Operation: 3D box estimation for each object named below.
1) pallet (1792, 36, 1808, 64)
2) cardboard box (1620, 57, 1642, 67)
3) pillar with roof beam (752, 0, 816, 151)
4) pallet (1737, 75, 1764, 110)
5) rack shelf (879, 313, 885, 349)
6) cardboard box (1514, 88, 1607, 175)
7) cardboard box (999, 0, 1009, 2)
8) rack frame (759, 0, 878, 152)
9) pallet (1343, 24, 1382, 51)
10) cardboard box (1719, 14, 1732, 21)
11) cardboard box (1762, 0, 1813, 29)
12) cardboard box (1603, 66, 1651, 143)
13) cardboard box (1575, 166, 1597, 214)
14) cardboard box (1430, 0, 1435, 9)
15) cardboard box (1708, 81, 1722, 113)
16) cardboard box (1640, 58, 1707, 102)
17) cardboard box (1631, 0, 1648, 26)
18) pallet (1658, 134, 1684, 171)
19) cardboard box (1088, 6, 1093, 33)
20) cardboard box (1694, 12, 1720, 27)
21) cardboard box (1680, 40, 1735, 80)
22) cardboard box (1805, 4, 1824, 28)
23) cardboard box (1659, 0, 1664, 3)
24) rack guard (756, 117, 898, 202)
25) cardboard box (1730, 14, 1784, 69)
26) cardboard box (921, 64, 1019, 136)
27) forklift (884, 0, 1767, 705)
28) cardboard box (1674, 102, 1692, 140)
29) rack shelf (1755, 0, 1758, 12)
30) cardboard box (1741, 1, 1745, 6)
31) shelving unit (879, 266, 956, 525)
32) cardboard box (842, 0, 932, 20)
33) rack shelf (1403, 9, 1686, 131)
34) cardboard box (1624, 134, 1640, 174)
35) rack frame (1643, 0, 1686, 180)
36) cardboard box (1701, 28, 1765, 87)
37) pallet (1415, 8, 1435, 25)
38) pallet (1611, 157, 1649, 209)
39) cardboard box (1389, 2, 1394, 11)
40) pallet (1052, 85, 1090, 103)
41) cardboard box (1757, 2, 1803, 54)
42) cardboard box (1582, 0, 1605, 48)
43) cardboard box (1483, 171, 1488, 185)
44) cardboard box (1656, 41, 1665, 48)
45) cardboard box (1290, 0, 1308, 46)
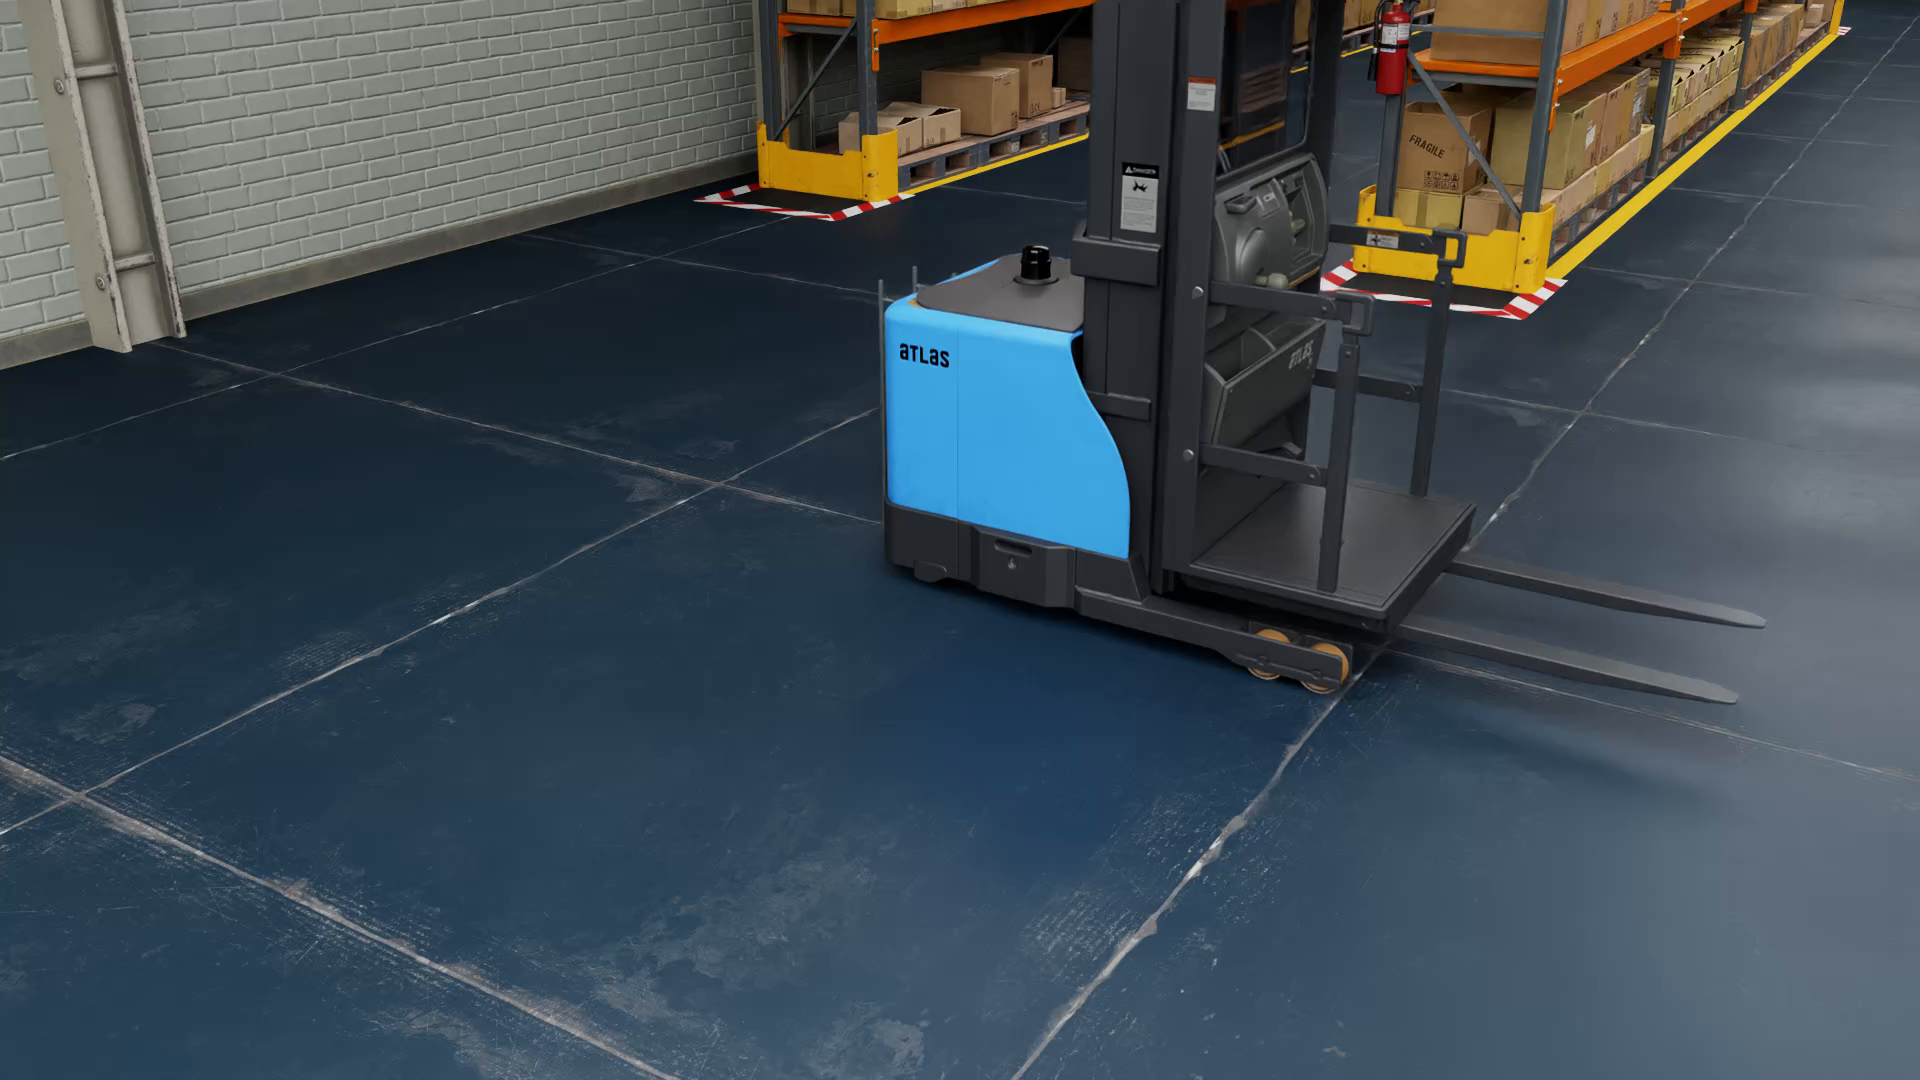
[{"bbox_3d":[9.820,-6.074,20.515,1.003,0.211,1.213,14,27,29],"label":"pallet"},{"bbox_3d":[5.742,-4.152,14.792,0.500,0.311,0.500,14,27,29],"label":"cardboard box"},{"bbox_3d":[2.209,-6.377,10.154,9.100,9.000,0.400,14,27,29],"label":"pillar with roof beam"},{"bbox_3d":[7.773,-4.736,17.425,1.003,0.211,1.213,14,27,29],"label":"pallet"},{"bbox_3d":[-0.164,-0.797,6.582,0.215,0.259,0.240,14,27,29],"label":"rack shelf"},{"bbox_3d":[4.114,-2.822,11.482,0.500,0.500,0.500,14,27,29],"label":"cardboard box"},{"bbox_3d":[0.248,-4.666,13.917,0.500,0.250,0.500,14,27,29],"label":"cardboard box"},{"bbox_3d":[-1.083,-4.109,12.466,1.000,3.000,0.127,14,27,29],"label":"rack frame"},{"bbox_3d":[4.904,-6.603,21.737,1.003,0.211,1.213,14,27,29],"label":"pallet"},{"bbox_3d":[8.186,-5.545,18.375,0.500,0.500,0.500,13,26,27],"label":"cardboard box"},{"bbox_3d":[10.444,-6.814,21.302,0.797,0.503,0.637,14,27,29],"label":"cardboard box"},{"bbox_3d":[4.905,-3.328,12.651,0.500,0.500,0.500,14,27,29],"label":"cardboard box"},{"bbox_3d":[4.124,-2.475,11.625,0.500,0.250,0.500,14,27,29],"label":"cardboard box"},{"bbox_3d":[6.544,-7.959,23.976,0.700,0.500,0.500,13,27,27],"label":"cardboard box"},{"bbox_3d":[6.740,-4.130,15.448,0.500,0.250,0.500,15,27,30],"label":"cardboard box"},{"bbox_3d":[6.208,-4.040,14.534,0.500,0.311,0.500,13,27,27],"label":"cardboard box"},{"bbox_3d":[4.736,-4.137,12.406,0.700,0.500,0.500,14,27,28],"label":"cardboard box"},{"bbox_3d":[5.593,-3.399,14.336,1.003,0.211,1.213,14,27,29],"label":"pallet"},{"bbox_3d":[1.631,-5.259,16.771,0.500,0.250,0.500,13,27,28],"label":"cardboard box"},{"bbox_3d":[7.667,-5.556,17.457,0.500,0.250,0.500,15,28,31],"label":"cardboard box"},{"bbox_3d":[7.012,-4.555,15.723,0.500,0.311,0.500,13,27,28],"label":"cardboard box"},{"bbox_3d":[10.963,-6.863,21.734,0.500,0.250,0.500,14,27,29],"label":"cardboard box"},{"bbox_3d":[5.460,-4.529,13.624,0.500,0.250,0.500,16,28,32],"label":"cardboard box"},{"bbox_3d":[-1.043,-2.987,13.021,1.175,0.500,0.348,14,27,29],"label":"rack guard"},{"bbox_3d":[8.641,-5.444,18.142,0.500,0.500,0.500,13,27,27],"label":"cardboard box"},{"bbox_3d":[0.089,-3.808,14.363,0.700,0.500,0.500,12,26,26],"label":"cardboard box"},{"bbox_3d":[1.235,-1.071,5.535,3.031,2.935,1.130,14,27,29],"label":"forklift"},{"bbox_3d":[5.931,-3.609,14.244,0.500,0.250,0.500,15,27,30],"label":"cardboard box"},{"bbox_3d":[8.402,-6.117,18.010,1.077,0.370,4.000,14,27,29],"label":"rack shelf"},{"bbox_3d":[8.995,-6.065,19.576,0.500,0.500,0.500,13,26,27],"label":"cardboard box"},{"bbox_3d":[-0.164,-0.547,6.691,0.215,1.050,0.252,14,27,29],"label":"shelving unit"},{"bbox_3d":[-0.556,-4.147,12.718,0.500,0.250,0.500,13,27,27],"label":"cardboard box"},{"bbox_3d":[4.182,-3.417,11.773,1.077,0.370,4.000,14,27,29],"label":"rack shelf"},{"bbox_3d":[4.906,-2.984,12.800,0.500,0.250,0.500,14,27,29],"label":"cardboard box"},{"bbox_3d":[5.237,-4.422,13.189,1.000,3.000,0.127,14,27,29],"label":"rack frame"},{"bbox_3d":[7.830,-4.921,16.933,0.500,0.500,0.500,15,28,31],"label":"cardboard box"},{"bbox_3d":[6.357,-7.533,23.885,1.003,0.211,1.213,14,27,29],"label":"pallet"},{"bbox_3d":[4.782,-2.883,13.143,1.003,0.211,1.213,14,27,29],"label":"pallet"},{"bbox_3d":[5.728,-7.435,22.768,0.700,0.500,0.500,14,27,30],"label":"cardboard box"},{"bbox_3d":[1.436,-4.442,16.746,1.003,0.211,1.213,14,27,29],"label":"pallet"},{"bbox_3d":[9.441,-5.950,19.312,0.500,0.500,0.500,14,27,29],"label":"cardboard box"},{"bbox_3d":[3.924,-3.617,11.204,0.700,0.500,0.500,14,27,29],"label":"cardboard box"},{"bbox_3d":[3.413,-2.417,11.490,0.500,0.250,0.500,14,27,29],"label":"cardboard box"},{"bbox_3d":[6.552,-4.666,15.979,0.500,0.311,0.500,13,27,28],"label":"cardboard box"},{"bbox_3d":[3.636,-6.236,19.556,0.750,0.750,0.750,13,27,28],"label":"cardboard box"}]
